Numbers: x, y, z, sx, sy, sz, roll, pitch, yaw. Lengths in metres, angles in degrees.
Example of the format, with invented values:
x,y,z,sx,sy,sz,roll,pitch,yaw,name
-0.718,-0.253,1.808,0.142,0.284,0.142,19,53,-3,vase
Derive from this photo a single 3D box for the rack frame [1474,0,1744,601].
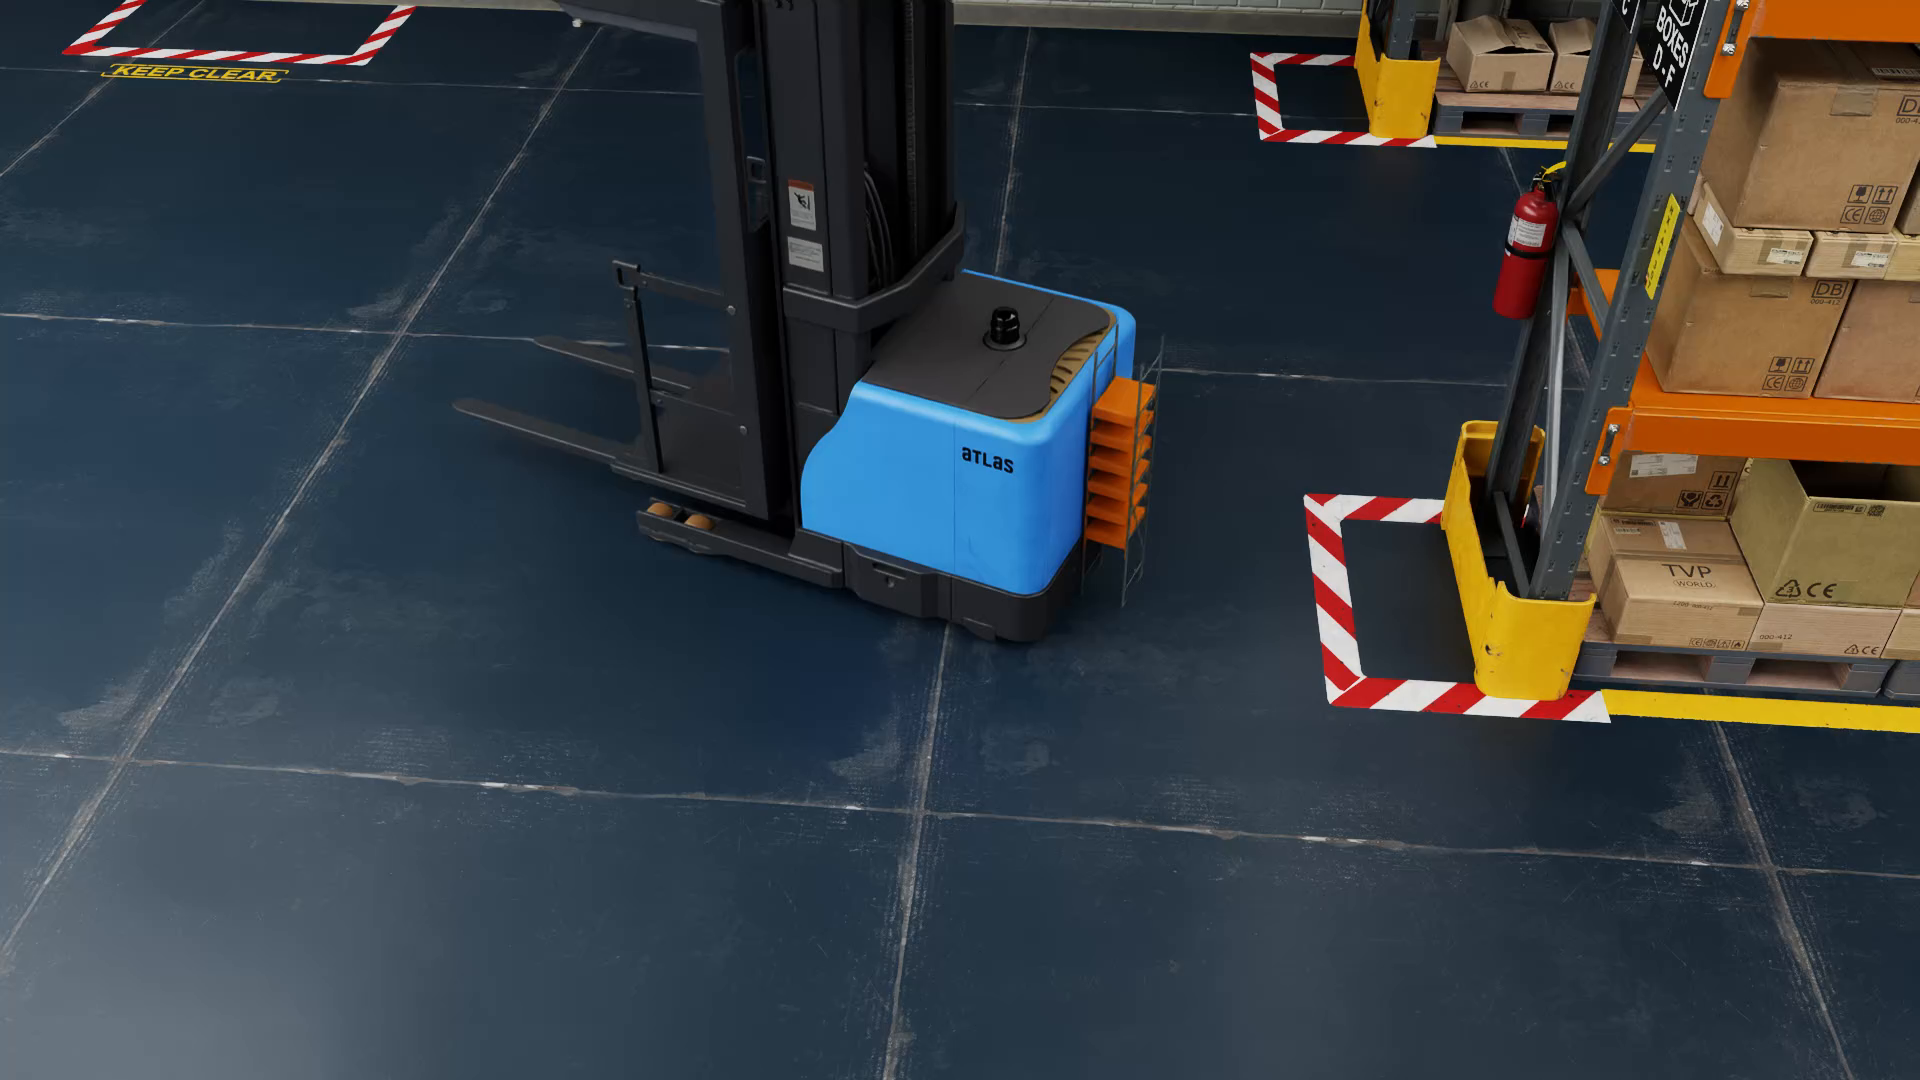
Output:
x,y,z,sx,sy,sz,roll,pitch,yaw,name
2.274,-0.909,5.990,0.127,3.000,1.000,3,39,4,rack frame

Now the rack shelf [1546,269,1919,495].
x,y,z,sx,sy,sz,roll,pitch,yaw,name
4.267,-0.521,6.083,4.000,0.370,1.077,3,39,4,rack shelf

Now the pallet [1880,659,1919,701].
x,y,z,sx,sy,sz,roll,pitch,yaw,name
4.252,0.256,6.768,1.213,0.211,1.003,3,39,4,pallet

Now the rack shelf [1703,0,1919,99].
x,y,z,sx,sy,sz,roll,pitch,yaw,name
4.267,-1.684,5.136,4.000,0.370,1.077,3,39,4,rack shelf

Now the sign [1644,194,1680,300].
x,y,z,sx,sy,sz,roll,pitch,yaw,name
2.220,-0.926,5.263,0.005,0.325,0.100,3,39,4,sign

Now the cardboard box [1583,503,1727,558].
x,y,z,sx,sy,sz,roll,pitch,yaw,name
2.834,-0.162,6.918,0.500,0.250,0.500,3,39,4,cardboard box

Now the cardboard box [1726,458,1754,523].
x,y,z,sx,sy,sz,roll,pitch,yaw,name
3.333,-0.142,6.894,0.500,0.250,0.500,3,39,4,cardboard box

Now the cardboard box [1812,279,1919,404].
x,y,z,sx,sy,sz,roll,pitch,yaw,name
3.262,-0.888,5.886,0.500,0.500,0.700,4,39,5,cardboard box

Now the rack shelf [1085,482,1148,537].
x,y,z,sx,sy,sz,roll,pitch,yaw,name
0.638,-0.146,6.739,0.180,0.103,0.258,17,42,20,rack shelf

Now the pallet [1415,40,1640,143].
x,y,z,sx,sy,sz,roll,pitch,yaw,name
3.580,-2.872,10.611,1.213,0.211,1.003,3,39,4,pallet

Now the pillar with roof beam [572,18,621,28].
x,y,z,sx,sy,sz,roll,pitch,yaw,name
-2.879,-4.476,5.621,0.400,9.000,9.100,3,39,4,pillar with roof beam

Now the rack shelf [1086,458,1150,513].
x,y,z,sx,sy,sz,roll,pitch,yaw,name
0.638,-0.239,6.663,0.180,0.103,0.258,17,42,20,rack shelf

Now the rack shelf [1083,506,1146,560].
x,y,z,sx,sy,sz,roll,pitch,yaw,name
0.638,-0.053,6.815,0.180,0.103,0.258,17,42,20,rack shelf

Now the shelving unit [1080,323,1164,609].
x,y,z,sx,sy,sz,roll,pitch,yaw,name
0.638,-0.273,6.635,0.189,1.200,0.258,17,42,20,shelving unit

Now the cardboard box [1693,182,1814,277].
x,y,z,sx,sy,sz,roll,pitch,yaw,name
2.646,-1.042,5.561,0.250,0.149,0.380,3,39,4,cardboard box

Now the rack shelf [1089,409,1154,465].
x,y,z,sx,sy,sz,roll,pitch,yaw,name
0.638,-0.425,6.512,0.180,0.103,0.258,17,42,20,rack shelf

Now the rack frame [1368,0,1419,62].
x,y,z,sx,sy,sz,roll,pitch,yaw,name
2.698,-4.024,9.818,0.127,3.000,1.000,3,39,4,rack frame

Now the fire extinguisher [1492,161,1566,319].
x,y,z,sx,sy,sz,roll,pitch,yaw,name
2.196,-1.177,6.381,0.183,0.674,0.296,3,39,4,fire extinguisher

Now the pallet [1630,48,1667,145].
x,y,z,sx,sy,sz,roll,pitch,yaw,name
4.792,-2.804,10.528,1.213,0.211,1.003,3,39,4,pallet

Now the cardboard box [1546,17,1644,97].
x,y,z,sx,sy,sz,roll,pitch,yaw,name
3.947,-3.027,10.374,0.500,0.311,0.500,6,40,8,cardboard box

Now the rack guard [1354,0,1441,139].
x,y,z,sx,sy,sz,roll,pitch,yaw,name
2.774,-3.051,10.602,0.348,0.500,1.175,3,39,4,rack guard

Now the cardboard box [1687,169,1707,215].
x,y,z,sx,sy,sz,roll,pitch,yaw,name
2.671,-1.298,5.875,0.250,0.149,0.380,3,39,3,cardboard box

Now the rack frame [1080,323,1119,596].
x,y,z,sx,sy,sz,roll,pitch,yaw,name
0.556,-0.298,6.666,0.006,1.200,0.240,17,42,20,rack frame

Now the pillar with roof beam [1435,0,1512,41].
x,y,z,sx,sy,sz,roll,pitch,yaw,name
3.098,-4.149,5.219,0.400,9.000,9.100,3,39,4,pillar with roof beam

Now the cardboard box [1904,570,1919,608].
x,y,z,sx,sy,sz,roll,pitch,yaw,name
3.787,-0.082,6.225,0.500,0.500,0.500,3,39,4,cardboard box

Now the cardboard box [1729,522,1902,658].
x,y,z,sx,sy,sz,roll,pitch,yaw,name
3.288,0.189,6.487,0.500,0.250,0.500,3,39,4,cardboard box

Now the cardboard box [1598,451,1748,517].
x,y,z,sx,sy,sz,roll,pitch,yaw,name
2.834,-0.454,6.683,0.500,0.500,0.500,3,39,4,cardboard box

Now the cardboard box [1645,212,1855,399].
x,y,z,sx,sy,sz,roll,pitch,yaw,name
2.738,-0.914,5.917,0.500,0.500,0.700,3,39,4,cardboard box

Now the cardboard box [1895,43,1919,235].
x,y,z,sx,sy,sz,roll,pitch,yaw,name
3.315,-1.389,5.473,0.500,0.500,0.700,2,39,3,cardboard box

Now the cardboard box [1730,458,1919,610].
x,y,z,sx,sy,sz,roll,pitch,yaw,name
3.288,-0.101,6.249,0.500,0.500,0.500,3,39,4,cardboard box

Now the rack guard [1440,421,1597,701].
x,y,z,sx,sy,sz,roll,pitch,yaw,name
2.250,0.060,6.781,0.348,0.500,1.175,3,39,4,rack guard

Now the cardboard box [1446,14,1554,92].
x,y,z,sx,sy,sz,roll,pitch,yaw,name
3.379,-3.058,10.412,0.500,0.311,0.500,-1,39,-1,cardboard box

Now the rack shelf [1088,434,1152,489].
x,y,z,sx,sy,sz,roll,pitch,yaw,name
0.638,-0.332,6.588,0.180,0.103,0.258,17,42,20,rack shelf

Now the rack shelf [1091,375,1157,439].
x,y,z,sx,sy,sz,roll,pitch,yaw,name
0.638,-0.518,6.436,0.180,0.103,0.258,17,42,20,rack shelf

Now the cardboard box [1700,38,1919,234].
x,y,z,sx,sy,sz,roll,pitch,yaw,name
2.791,-1.414,5.504,0.500,0.500,0.700,3,39,4,cardboard box

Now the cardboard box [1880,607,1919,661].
x,y,z,sx,sy,sz,roll,pitch,yaw,name
3.786,0.217,6.453,0.500,0.250,0.500,3,39,4,cardboard box

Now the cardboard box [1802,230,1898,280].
x,y,z,sx,sy,sz,roll,pitch,yaw,name
2.910,-1.029,5.545,0.250,0.149,0.380,2,39,3,cardboard box

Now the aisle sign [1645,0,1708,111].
x,y,z,sx,sy,sz,roll,pitch,yaw,name
2.182,-1.728,4.937,0.004,0.787,0.394,3,39,4,aisle sign

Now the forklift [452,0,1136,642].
x,y,z,sx,sy,sz,roll,pitch,yaw,name
-0.834,-1.361,6.600,3.031,2.935,1.130,17,42,20,forklift

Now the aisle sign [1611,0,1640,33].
x,y,z,sx,sy,sz,roll,pitch,yaw,name
2.234,-2.105,5.401,0.004,0.787,0.394,3,39,4,aisle sign

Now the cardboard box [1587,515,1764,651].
x,y,z,sx,sy,sz,roll,pitch,yaw,name
2.789,0.164,6.518,0.500,0.250,0.500,3,39,4,cardboard box

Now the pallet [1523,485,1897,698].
x,y,z,sx,sy,sz,roll,pitch,yaw,name
3.040,0.188,6.851,1.213,0.211,1.003,3,39,4,pallet

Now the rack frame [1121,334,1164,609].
x,y,z,sx,sy,sz,roll,pitch,yaw,name
0.721,-0.248,6.605,0.006,1.200,0.240,17,42,20,rack frame

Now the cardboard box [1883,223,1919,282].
x,y,z,sx,sy,sz,roll,pitch,yaw,name
3.158,-1.015,5.528,0.250,0.149,0.380,3,39,4,cardboard box
